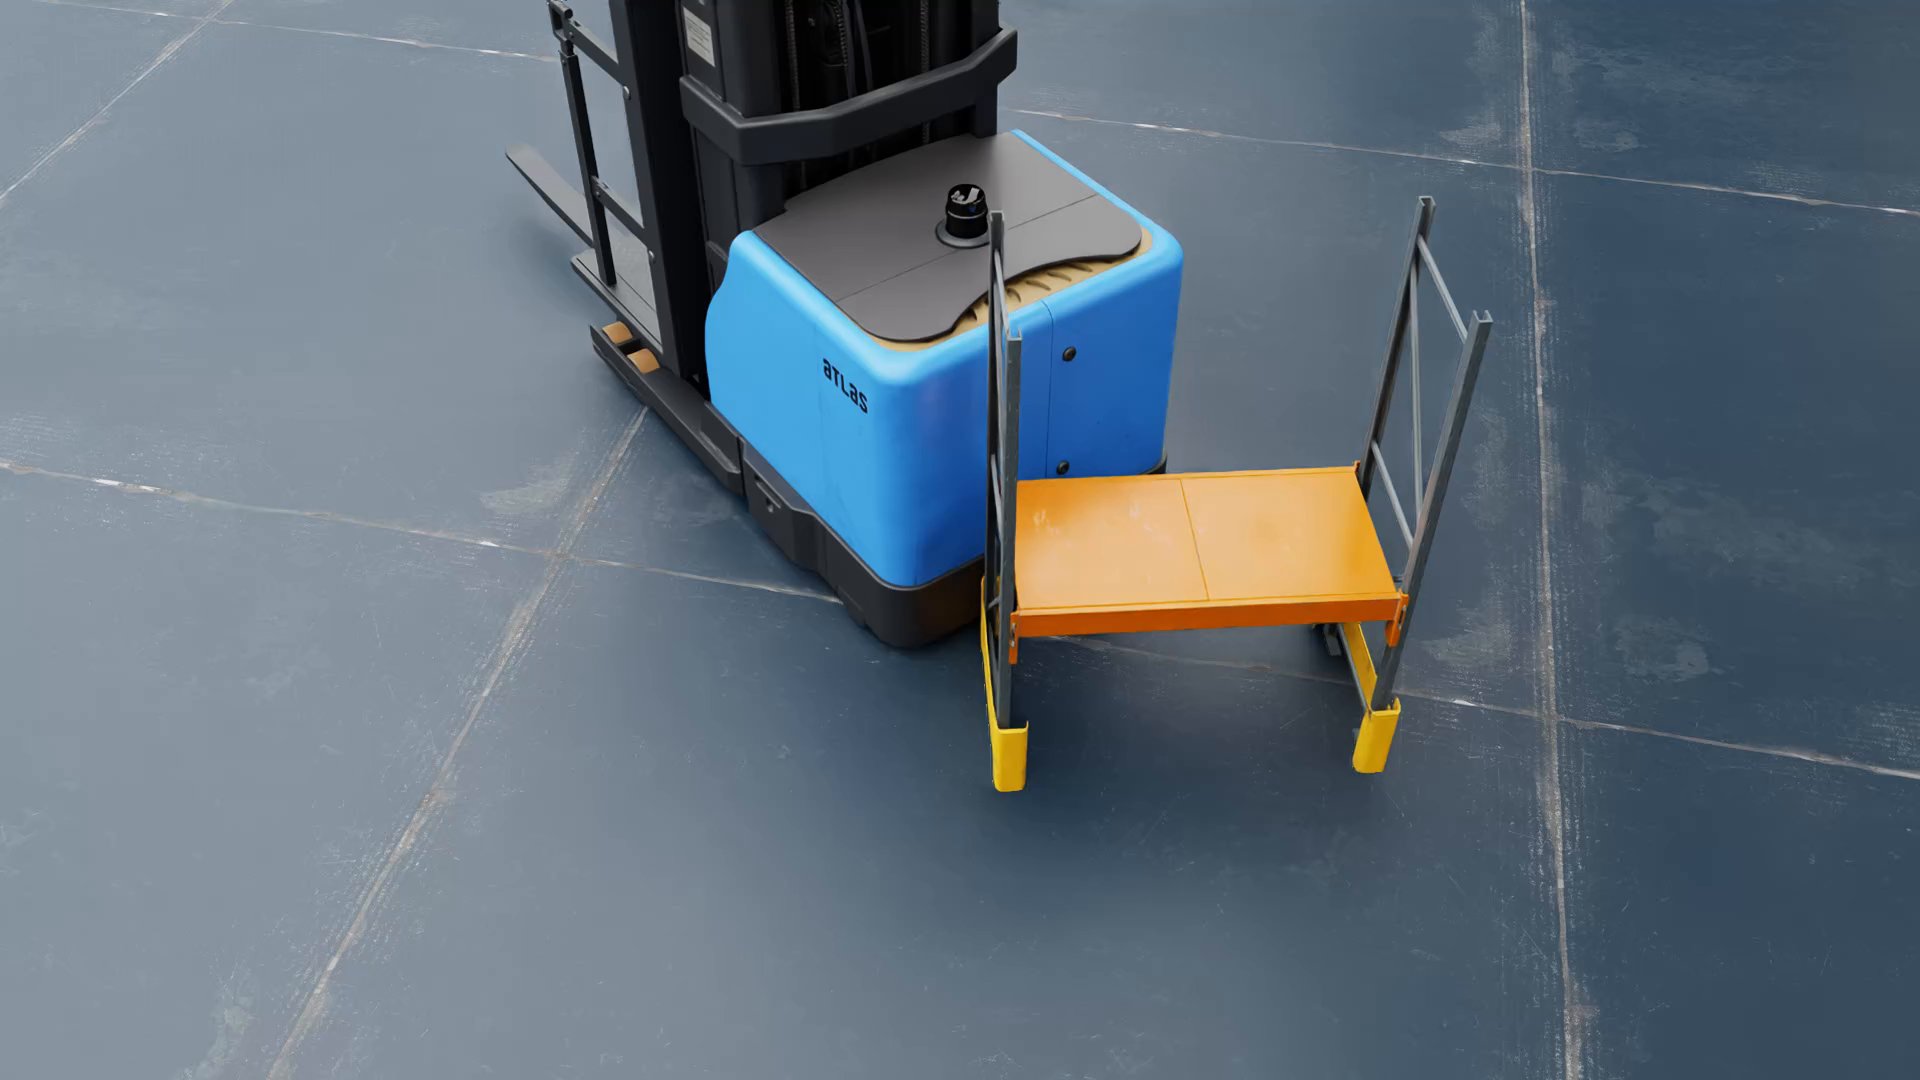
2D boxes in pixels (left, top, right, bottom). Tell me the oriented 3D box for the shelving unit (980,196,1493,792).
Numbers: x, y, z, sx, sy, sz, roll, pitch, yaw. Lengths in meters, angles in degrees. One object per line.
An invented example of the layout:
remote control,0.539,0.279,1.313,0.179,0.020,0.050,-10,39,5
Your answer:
shelving unit,0.617,-0.079,4.251,1.083,1.500,0.587,-2,44,-3

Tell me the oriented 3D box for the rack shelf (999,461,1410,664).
rack shelf,0.608,0.051,4.375,1.000,0.185,0.538,-2,44,-3

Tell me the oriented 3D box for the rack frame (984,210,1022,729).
rack frame,0.101,-0.057,4.227,0.032,1.500,0.500,-2,44,-3

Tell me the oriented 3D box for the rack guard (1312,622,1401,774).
rack guard,1.114,0.349,4.707,0.087,0.250,0.587,-2,44,-3

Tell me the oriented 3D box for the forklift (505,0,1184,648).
forklift,-0.635,-1.726,4.930,1.130,2.935,3.031,-27,50,-25

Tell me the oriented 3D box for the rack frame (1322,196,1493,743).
rack frame,1.115,-0.101,4.273,0.032,1.500,0.500,-2,44,-3

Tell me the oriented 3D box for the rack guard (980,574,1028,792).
rack guard,0.120,0.393,4.662,0.087,0.250,0.587,-2,44,-3
